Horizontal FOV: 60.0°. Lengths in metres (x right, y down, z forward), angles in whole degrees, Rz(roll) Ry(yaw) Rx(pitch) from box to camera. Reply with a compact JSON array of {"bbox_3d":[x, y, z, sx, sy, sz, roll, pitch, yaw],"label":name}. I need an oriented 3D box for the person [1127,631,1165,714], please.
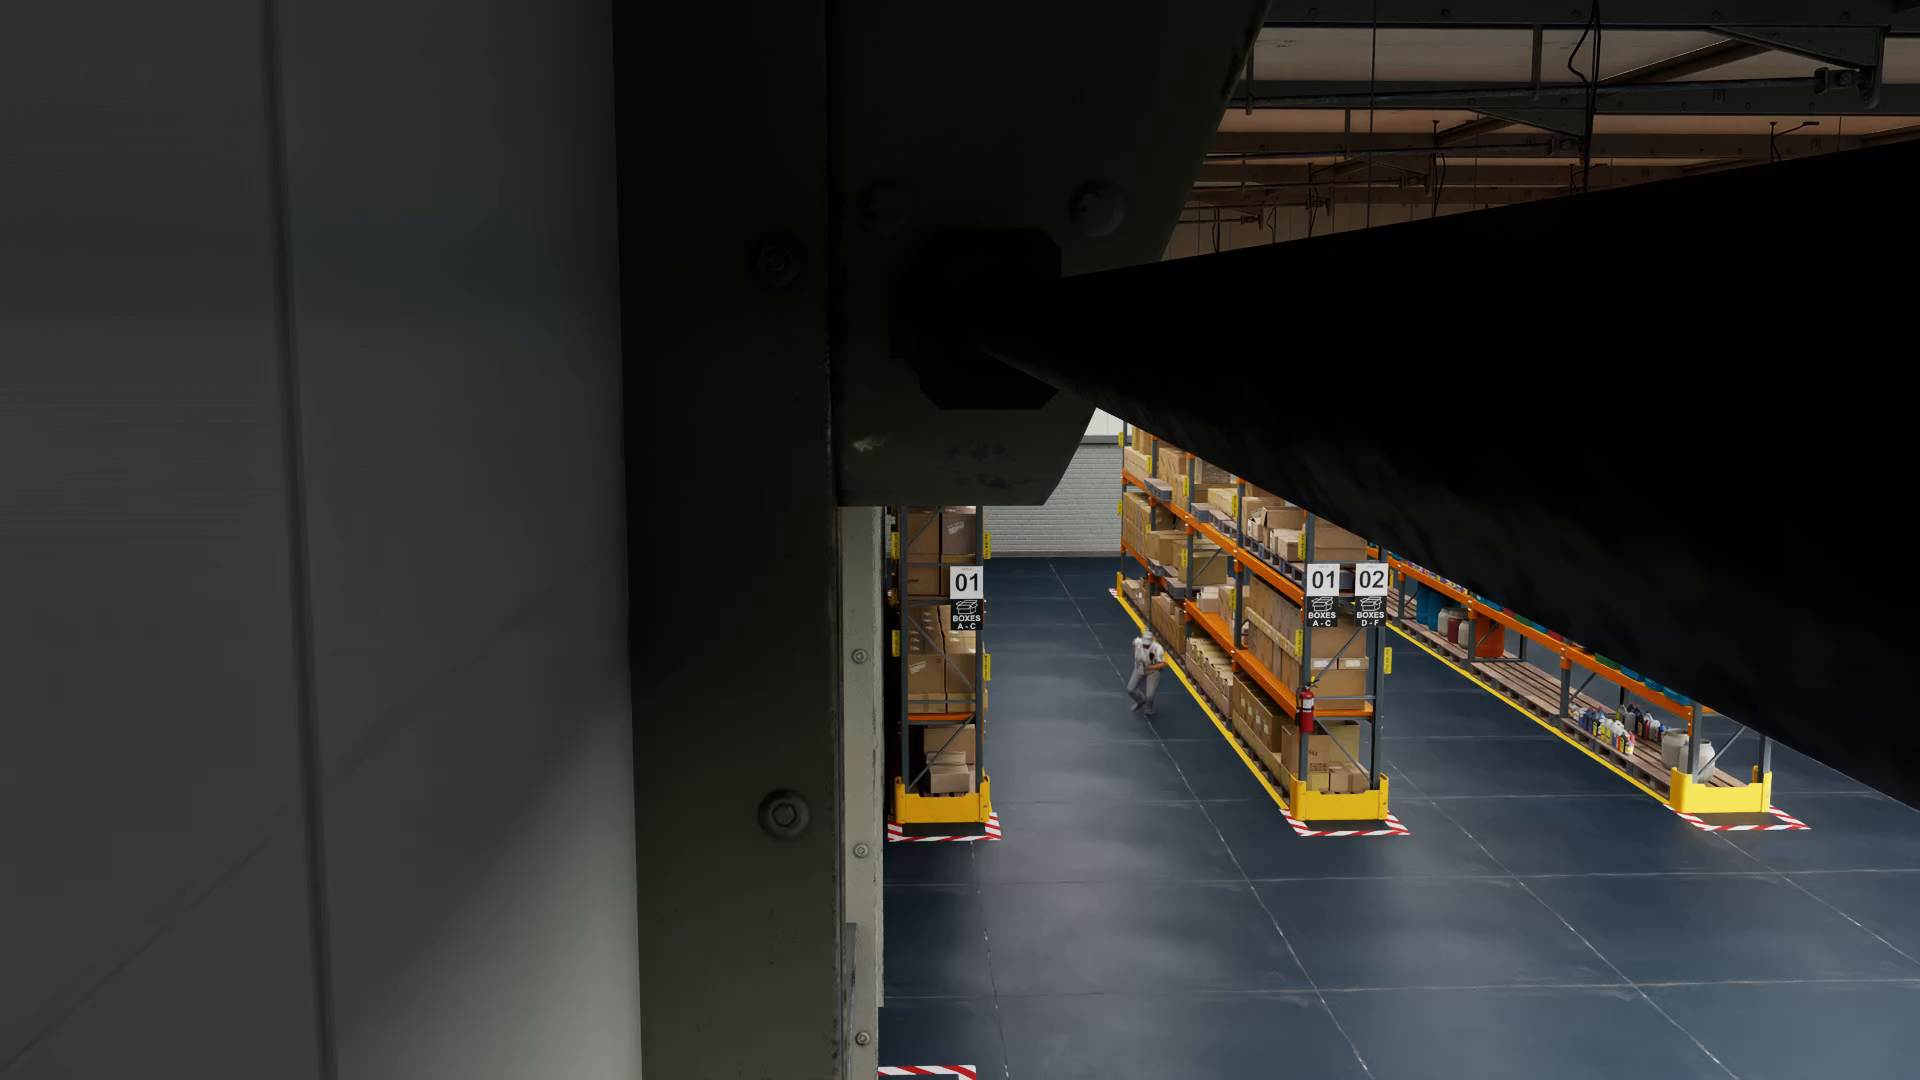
[{"bbox_3d":[2.858,2.047,25.555,0.652,1.415,0.932,3,9,23],"label":"person"}]
